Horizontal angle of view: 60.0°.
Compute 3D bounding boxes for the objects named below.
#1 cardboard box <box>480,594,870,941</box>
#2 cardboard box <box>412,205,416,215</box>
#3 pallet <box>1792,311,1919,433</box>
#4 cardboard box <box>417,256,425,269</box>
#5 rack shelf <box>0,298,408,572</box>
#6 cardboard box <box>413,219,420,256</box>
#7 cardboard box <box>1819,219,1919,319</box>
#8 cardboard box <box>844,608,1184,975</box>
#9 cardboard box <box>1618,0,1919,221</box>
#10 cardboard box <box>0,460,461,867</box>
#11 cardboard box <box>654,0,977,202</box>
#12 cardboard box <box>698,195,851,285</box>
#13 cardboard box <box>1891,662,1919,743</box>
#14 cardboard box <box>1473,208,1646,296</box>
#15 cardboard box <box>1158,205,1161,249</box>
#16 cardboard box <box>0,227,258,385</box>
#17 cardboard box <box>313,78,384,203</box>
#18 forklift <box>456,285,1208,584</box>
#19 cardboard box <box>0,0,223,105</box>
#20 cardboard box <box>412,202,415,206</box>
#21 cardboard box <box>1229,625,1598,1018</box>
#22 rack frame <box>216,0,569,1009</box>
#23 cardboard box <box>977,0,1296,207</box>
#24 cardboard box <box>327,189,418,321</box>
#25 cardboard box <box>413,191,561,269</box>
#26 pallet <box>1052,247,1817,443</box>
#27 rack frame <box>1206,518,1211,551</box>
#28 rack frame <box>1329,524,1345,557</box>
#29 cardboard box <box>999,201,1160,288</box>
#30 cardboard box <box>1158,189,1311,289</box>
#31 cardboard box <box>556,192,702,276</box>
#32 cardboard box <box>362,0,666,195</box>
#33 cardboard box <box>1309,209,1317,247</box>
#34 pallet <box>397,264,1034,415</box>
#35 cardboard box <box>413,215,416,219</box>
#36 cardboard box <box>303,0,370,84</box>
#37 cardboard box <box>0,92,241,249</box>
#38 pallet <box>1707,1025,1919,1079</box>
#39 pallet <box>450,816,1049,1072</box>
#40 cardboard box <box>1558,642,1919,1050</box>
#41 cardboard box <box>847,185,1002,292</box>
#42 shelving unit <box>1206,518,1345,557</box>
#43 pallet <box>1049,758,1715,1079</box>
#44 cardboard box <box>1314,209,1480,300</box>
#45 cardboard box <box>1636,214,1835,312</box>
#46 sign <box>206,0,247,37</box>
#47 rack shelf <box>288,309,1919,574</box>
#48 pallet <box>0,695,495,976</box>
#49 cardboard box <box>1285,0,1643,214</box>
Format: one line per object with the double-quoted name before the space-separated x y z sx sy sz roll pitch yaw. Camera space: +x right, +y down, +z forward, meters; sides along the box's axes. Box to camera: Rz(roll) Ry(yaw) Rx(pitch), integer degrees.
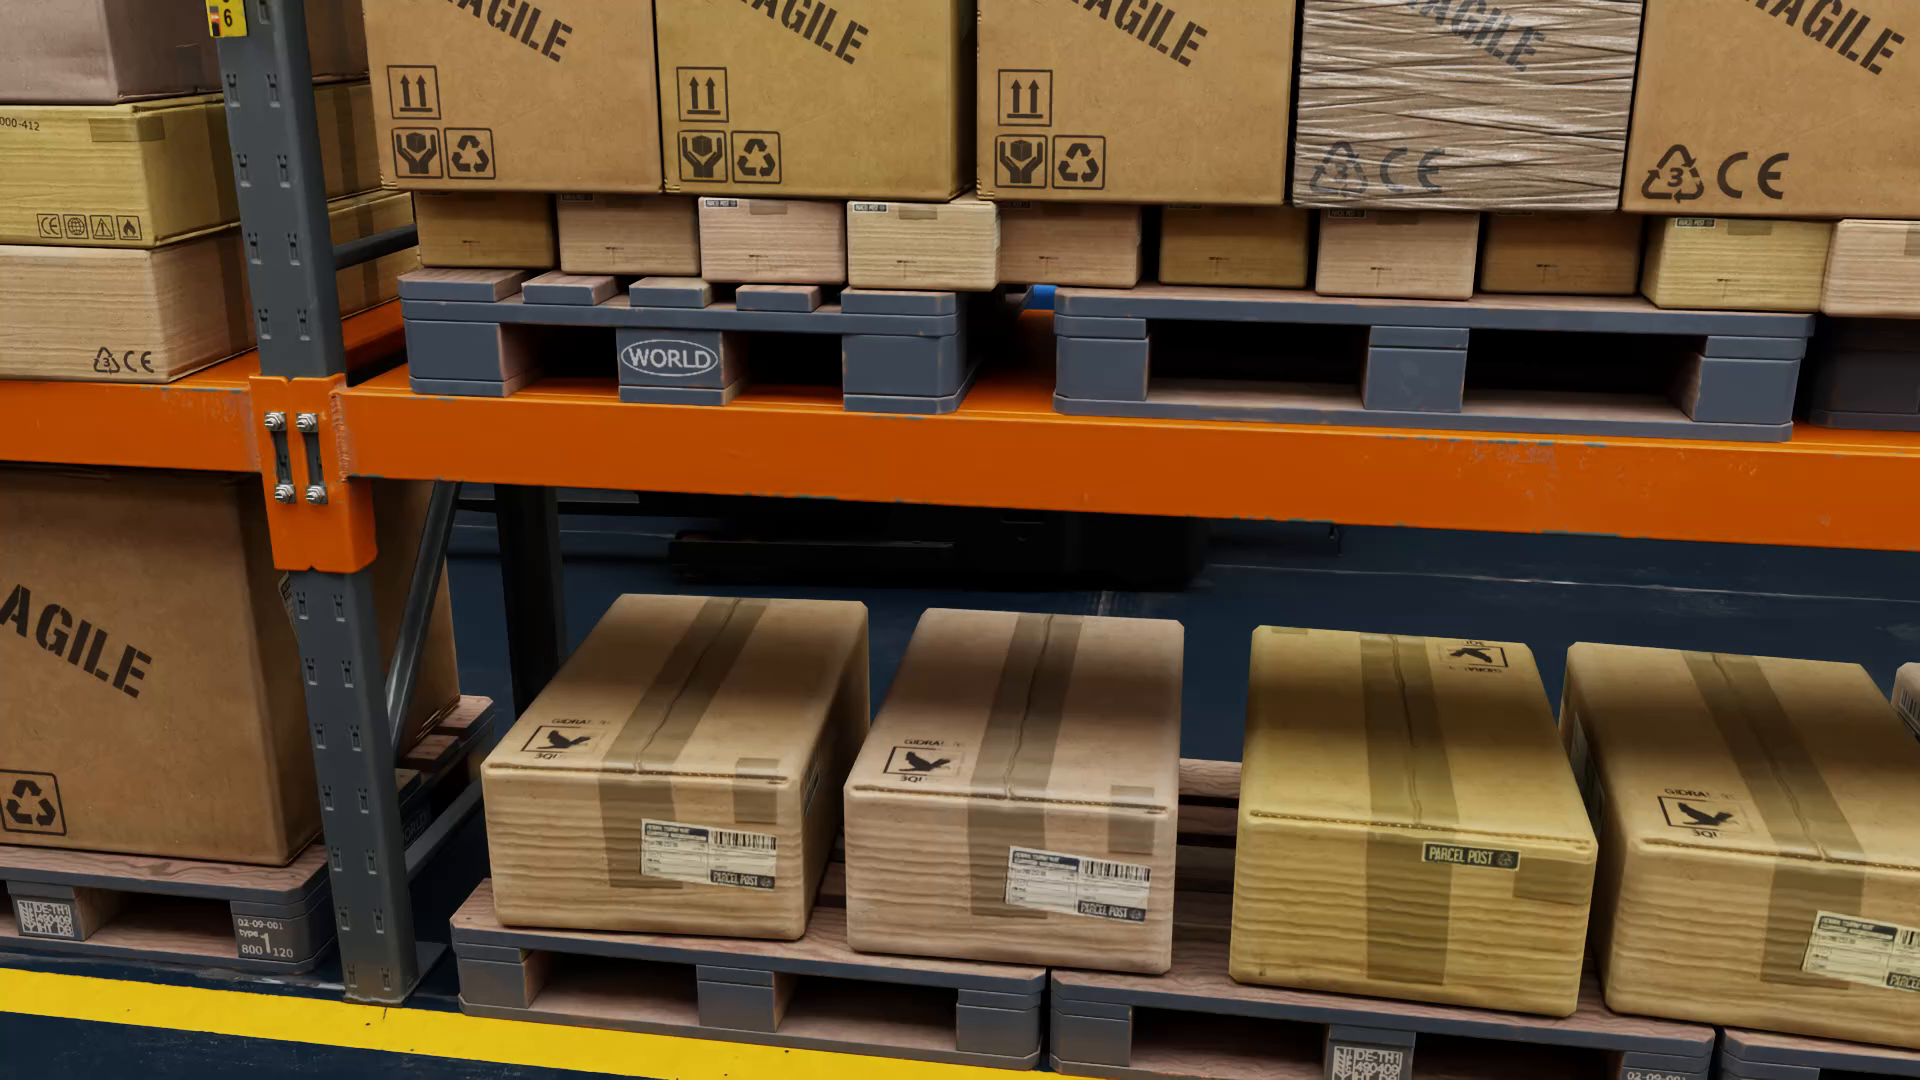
"cardboard box" -0.576 0.461 3.678 0.625 0.372 0.950 2 19 5
"cardboard box" -2.866 -1.711 8.945 0.250 0.149 0.380 3 19 10
"pallet" 2.086 -0.409 3.102 1.213 0.211 1.003 3 19 9
"cardboard box" -2.837 -1.243 8.568 0.500 0.500 0.500 2 19 7
"rack shelf" -3.107 -0.377 3.837 4.000 0.370 1.077 3 19 9
"cardboard box" -2.687 -1.548 8.458 0.250 0.149 0.380 4 19 11
"cardboard box" 1.496 -0.468 2.709 0.250 0.149 0.380 3 19 9
"cardboard box" 0.154 0.495 3.575 0.625 0.372 0.950 3 19 8
"cardboard box" 1.326 -0.808 2.702 0.500 0.500 0.500 4 19 11
"cardboard box" -1.801 0.130 3.874 0.875 0.875 0.875 3 19 8
"cardboard box" -0.209 -0.886 2.936 0.500 0.500 0.500 4 19 11
"cardboard box" -0.304 -0.570 3.014 0.250 0.149 0.380 2 19 5
"cardboard box" 2.299 0.605 3.247 0.625 0.372 0.950 3 19 9
"cardboard box" 1.017 -0.537 2.915 0.250 0.149 0.380 2 19 7
"cardboard box" 0.510 -0.689 3.368 0.250 0.149 0.380 3 19 9
"cardboard box" -1.673 -0.491 3.279 0.500 0.250 0.500 2 19 7
"cardboard box" -1.593 -0.887 3.674 0.500 0.250 0.500 3 19 8
"forklift" -0.621 -1.405 5.882 3.031 2.935 1.130 1 19 4
"cardboard box" -1.684 -1.083 3.080 0.500 0.500 0.500 2 19 7
"cardboard box" -3.130 -1.742 9.037 0.250 0.149 0.380 2 19 6
"cardboard box" 0.902 0.535 3.455 0.625 0.372 0.950 4 19 10
"rack frame" -1.132 -0.618 3.422 0.127 3.000 1.000 3 19 9
"cardboard box" 0.316 -0.862 2.863 0.500 0.500 0.500 3 19 10
"cardboard box" -1.575 -0.650 3.755 0.500 0.250 0.500 3 19 8
"cardboard box" -0.841 -0.623 3.172 0.250 0.149 0.380 2 19 5
"pallet" 0.829 -0.440 3.193 1.213 0.211 1.003 3 19 9
"rack frame" 0.933 -0.566 6.072 0.015 1.200 0.240 3 19 4
"rack frame" 1.419 -0.545 6.041 0.015 1.200 0.240 3 19 4
"cardboard box" 0.215 -0.562 2.990 0.250 0.149 0.380 4 19 12
"cardboard box" 0.500 -0.560 2.984 0.250 0.149 0.380 4 19 11
"cardboard box" -0.567 -0.598 3.098 0.250 0.149 0.380 2 19 5
"cardboard box" -0.725 -0.910 3.008 0.500 0.500 0.500 2 19 7
"cardboard box" 0.771 -0.702 3.407 0.250 0.149 0.380 2 19 7
"pallet" -0.412 -0.524 3.445 1.003 0.211 1.213 3 19 9
"cardboard box" -2.931 -1.561 8.498 0.250 0.149 0.380 3 19 9
"cardboard box" -1.580 -1.241 3.551 0.500 0.500 0.500 2 19 7
"cardboard box" -1.651 -0.728 3.201 0.500 0.250 0.500 3 19 8
"pallet" 2.048 0.867 3.379 1.213 0.211 1.003 3 19 9
"pallet" -0.361 0.744 3.746 1.213 0.211 1.003 3 19 9
"cardboard box" 1.589 0.570 3.352 0.625 0.372 0.950 4 19 12
"cardboard box" -0.036 -0.550 2.953 0.250 0.149 0.380 3 19 9
"shelving unit" 1.176 -0.556 6.056 0.503 1.200 0.258 3 19 4
"pallet" 0.840 0.807 3.560 1.213 0.211 1.003 3 19 9
"cardboard box" 0.747 -0.527 2.884 0.250 0.149 0.380 4 19 10
"cardboard box" 1.260 -0.492 2.779 0.250 0.149 0.380 3 19 9
"sign" -1.217 -0.993 2.718 0.005 0.325 0.100 3 19 9
"rack shelf" 0.843 -0.176 3.235 4.000 0.370 1.077 3 19 9
"pallet" -1.899 0.641 4.054 1.213 0.211 1.003 3 19 9
"cardboard box" 0.809 -0.834 2.780 0.500 0.500 0.500 2 19 7
